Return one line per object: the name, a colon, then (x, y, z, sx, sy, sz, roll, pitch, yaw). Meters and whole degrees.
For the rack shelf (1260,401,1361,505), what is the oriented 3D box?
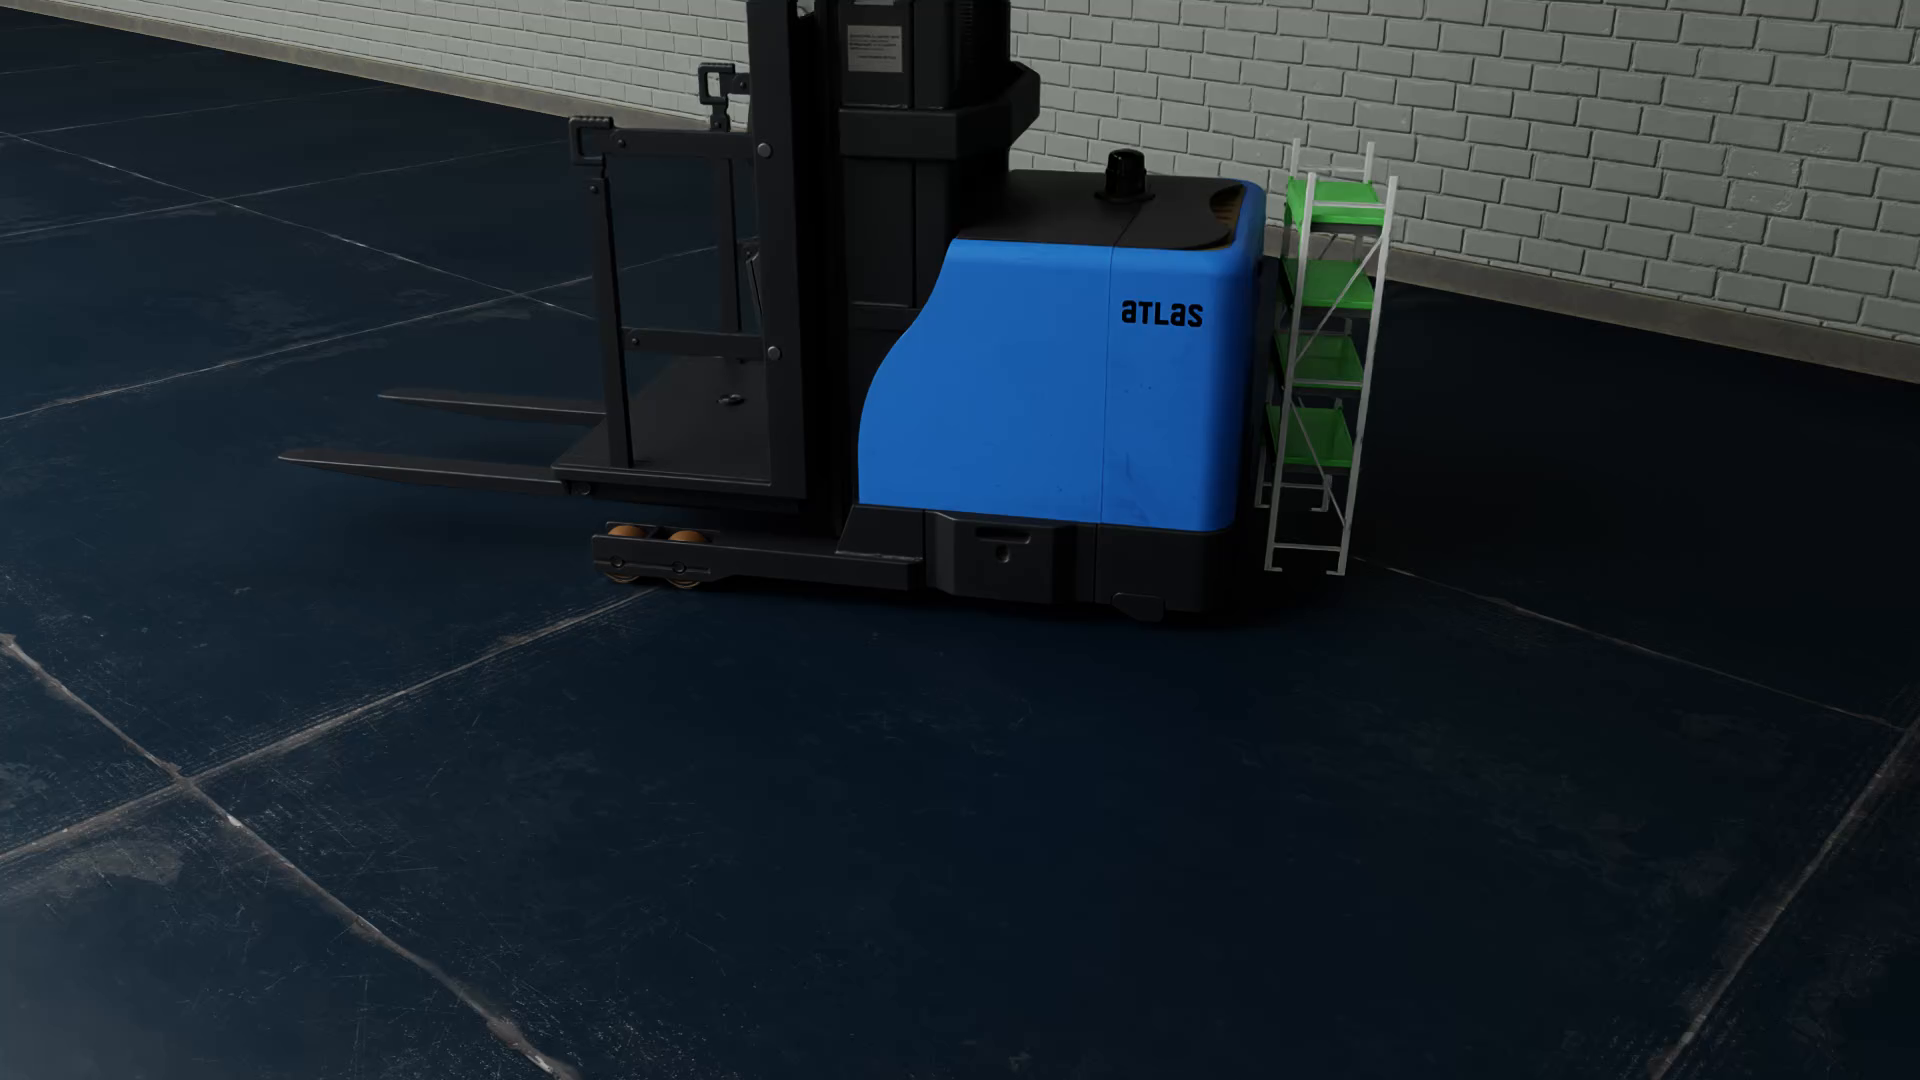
rack shelf: (1.072, -0.272, 5.124, 0.258, 0.148, 0.480, 4, 24, 5)

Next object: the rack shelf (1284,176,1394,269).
rack shelf: (1.091, -0.928, 4.827, 0.258, 0.148, 0.480, 4, 24, 5)

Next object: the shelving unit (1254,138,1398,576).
shelving unit: (1.080, -0.549, 4.999, 0.258, 1.200, 0.503, 4, 24, 5)

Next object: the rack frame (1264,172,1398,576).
rack frame: (1.056, -0.449, 4.777, 0.240, 1.200, 0.015, 4, 24, 5)

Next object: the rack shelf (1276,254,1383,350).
rack shelf: (1.085, -0.709, 4.926, 0.258, 0.148, 0.480, 4, 24, 5)

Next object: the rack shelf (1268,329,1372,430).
rack shelf: (1.078, -0.491, 5.025, 0.258, 0.148, 0.480, 4, 24, 5)

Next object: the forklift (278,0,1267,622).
forklift: (-0.623, -1.400, 4.790, 3.031, 2.935, 1.130, 5, 25, 11)

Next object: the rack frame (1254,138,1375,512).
rack frame: (1.104, -0.648, 5.220, 0.240, 1.200, 0.015, 4, 24, 5)
